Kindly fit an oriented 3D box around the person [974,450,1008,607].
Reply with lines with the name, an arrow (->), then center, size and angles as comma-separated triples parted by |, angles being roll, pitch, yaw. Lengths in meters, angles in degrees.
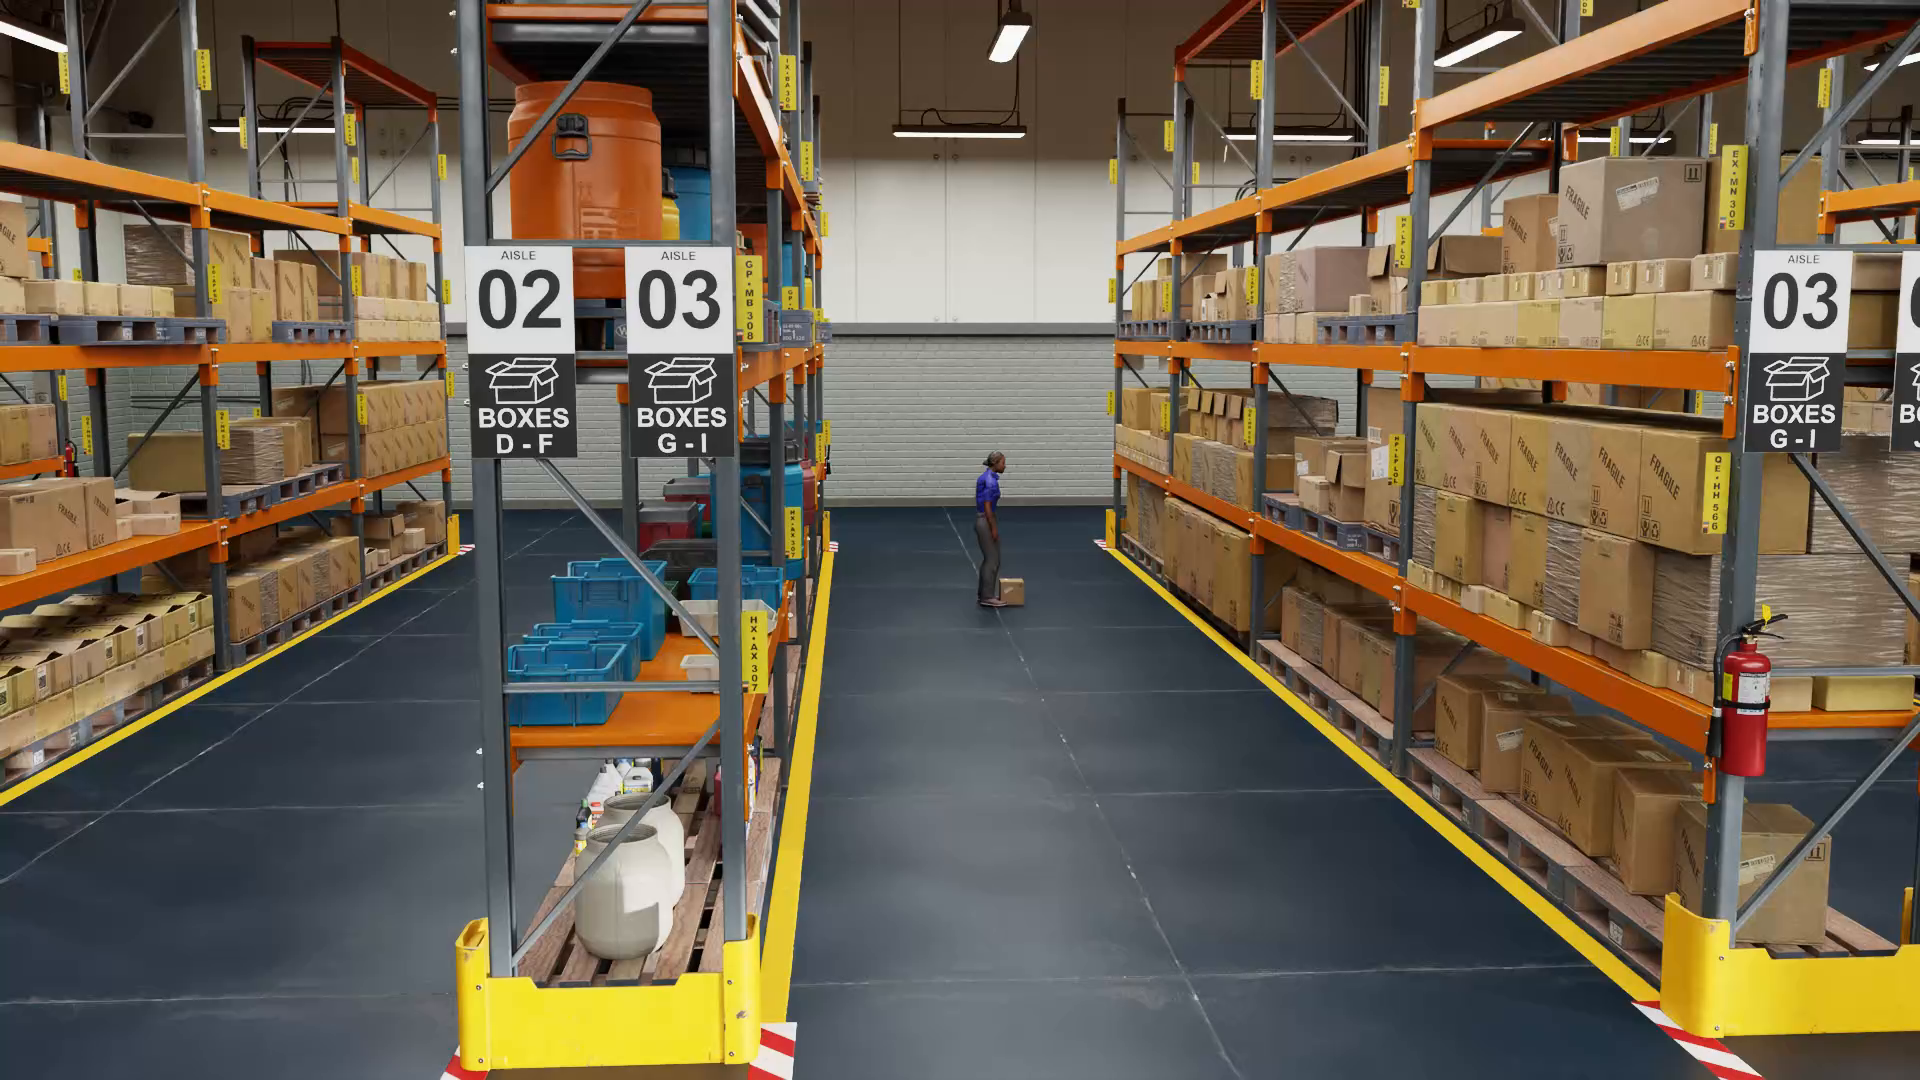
person -> 0.325, -0.134, 17.866 | 0.347, 1.655, 0.505 | 0, 7, -3
